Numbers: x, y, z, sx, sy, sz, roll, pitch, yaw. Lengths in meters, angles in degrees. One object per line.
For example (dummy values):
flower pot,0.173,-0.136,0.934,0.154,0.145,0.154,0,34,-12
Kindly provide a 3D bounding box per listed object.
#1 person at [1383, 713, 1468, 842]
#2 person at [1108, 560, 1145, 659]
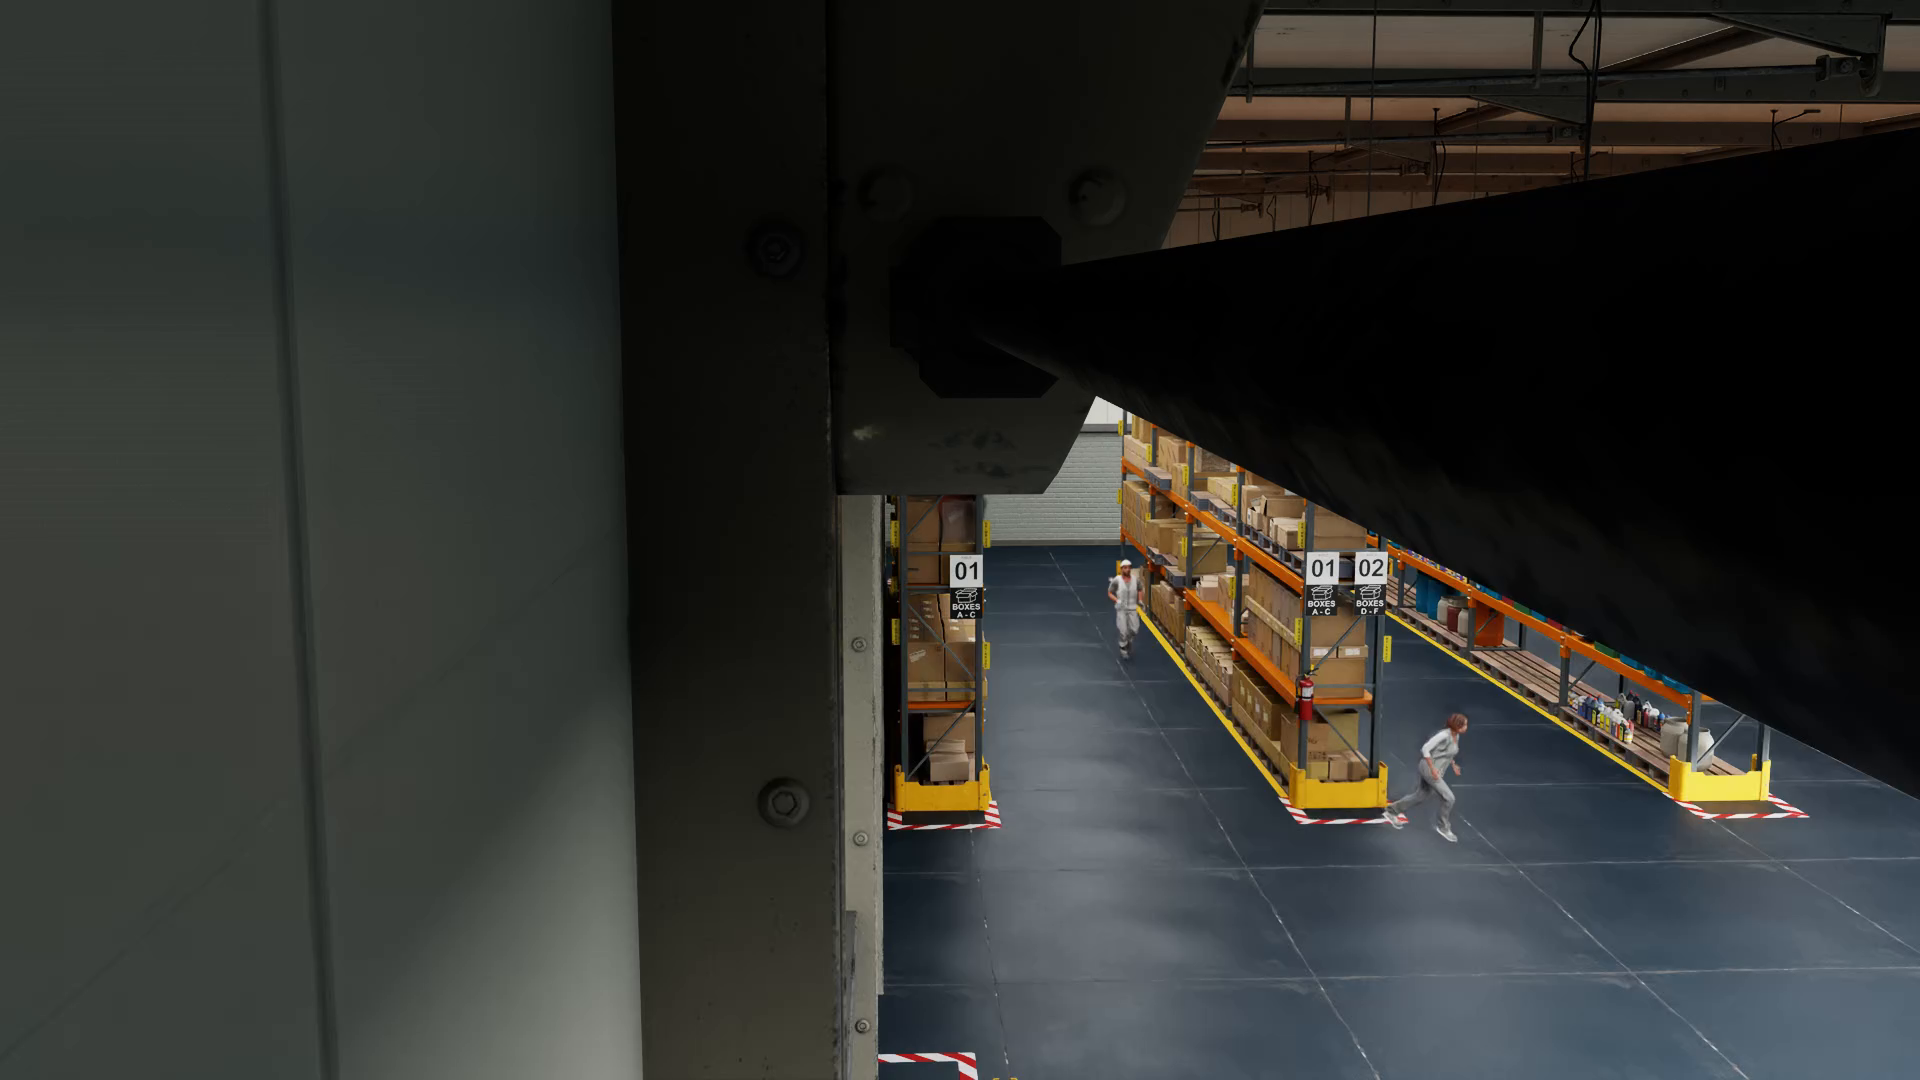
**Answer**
person,5.314,2.667,19.000,0.899,1.499,0.515,5,10,33
person,2.900,1.214,28.944,0.655,1.742,0.592,-1,8,-7
